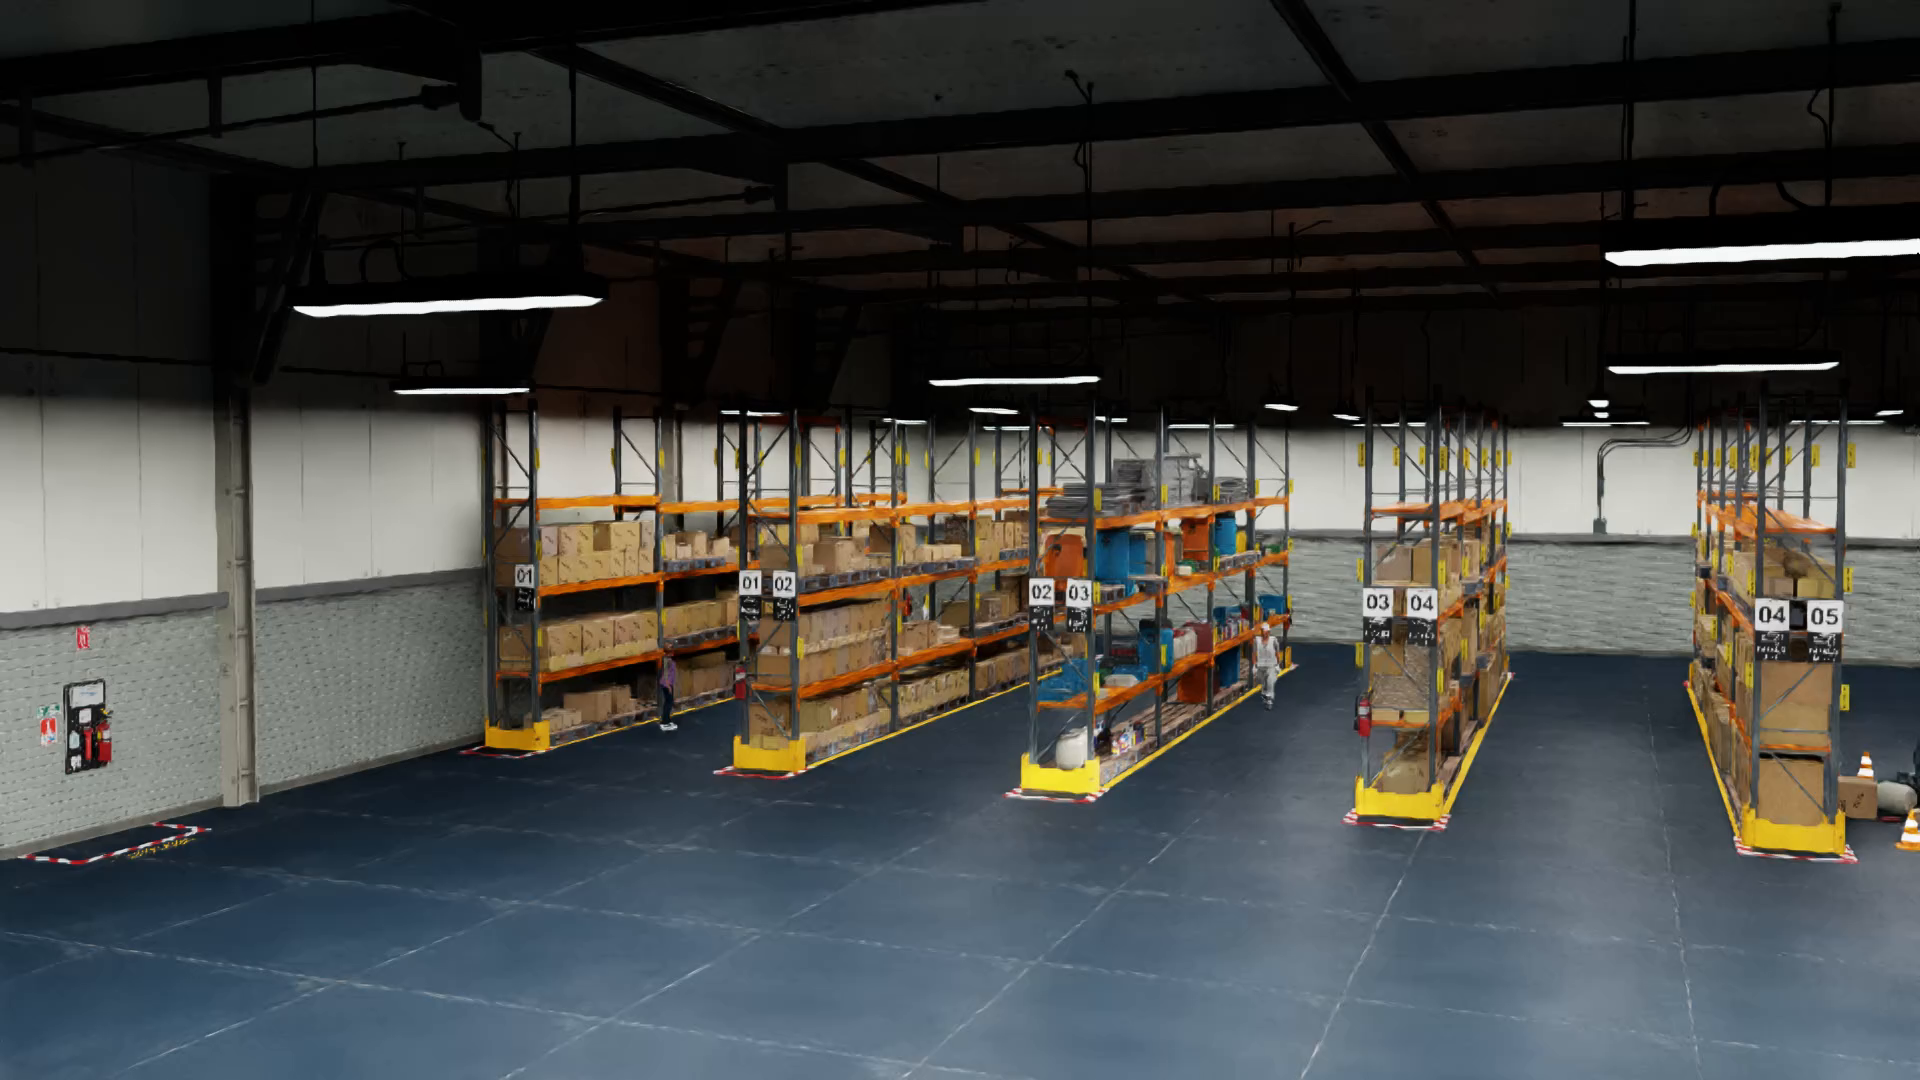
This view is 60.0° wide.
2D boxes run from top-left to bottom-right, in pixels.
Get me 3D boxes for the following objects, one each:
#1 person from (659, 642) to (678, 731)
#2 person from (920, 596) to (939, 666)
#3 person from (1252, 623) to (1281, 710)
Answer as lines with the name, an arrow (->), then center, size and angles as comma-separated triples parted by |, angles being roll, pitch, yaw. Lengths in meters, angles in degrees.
person -> -5.373, 2.702, 30.691 | 0.336, 1.637, 0.469 | 0, 3, -7
person -> -0.732, 2.172, 39.280 | 0.492, 1.767, 0.625 | 0, 3, -1
person -> 6.078, 2.496, 33.085 | 0.557, 1.705, 1.116 | 1, 3, 19
